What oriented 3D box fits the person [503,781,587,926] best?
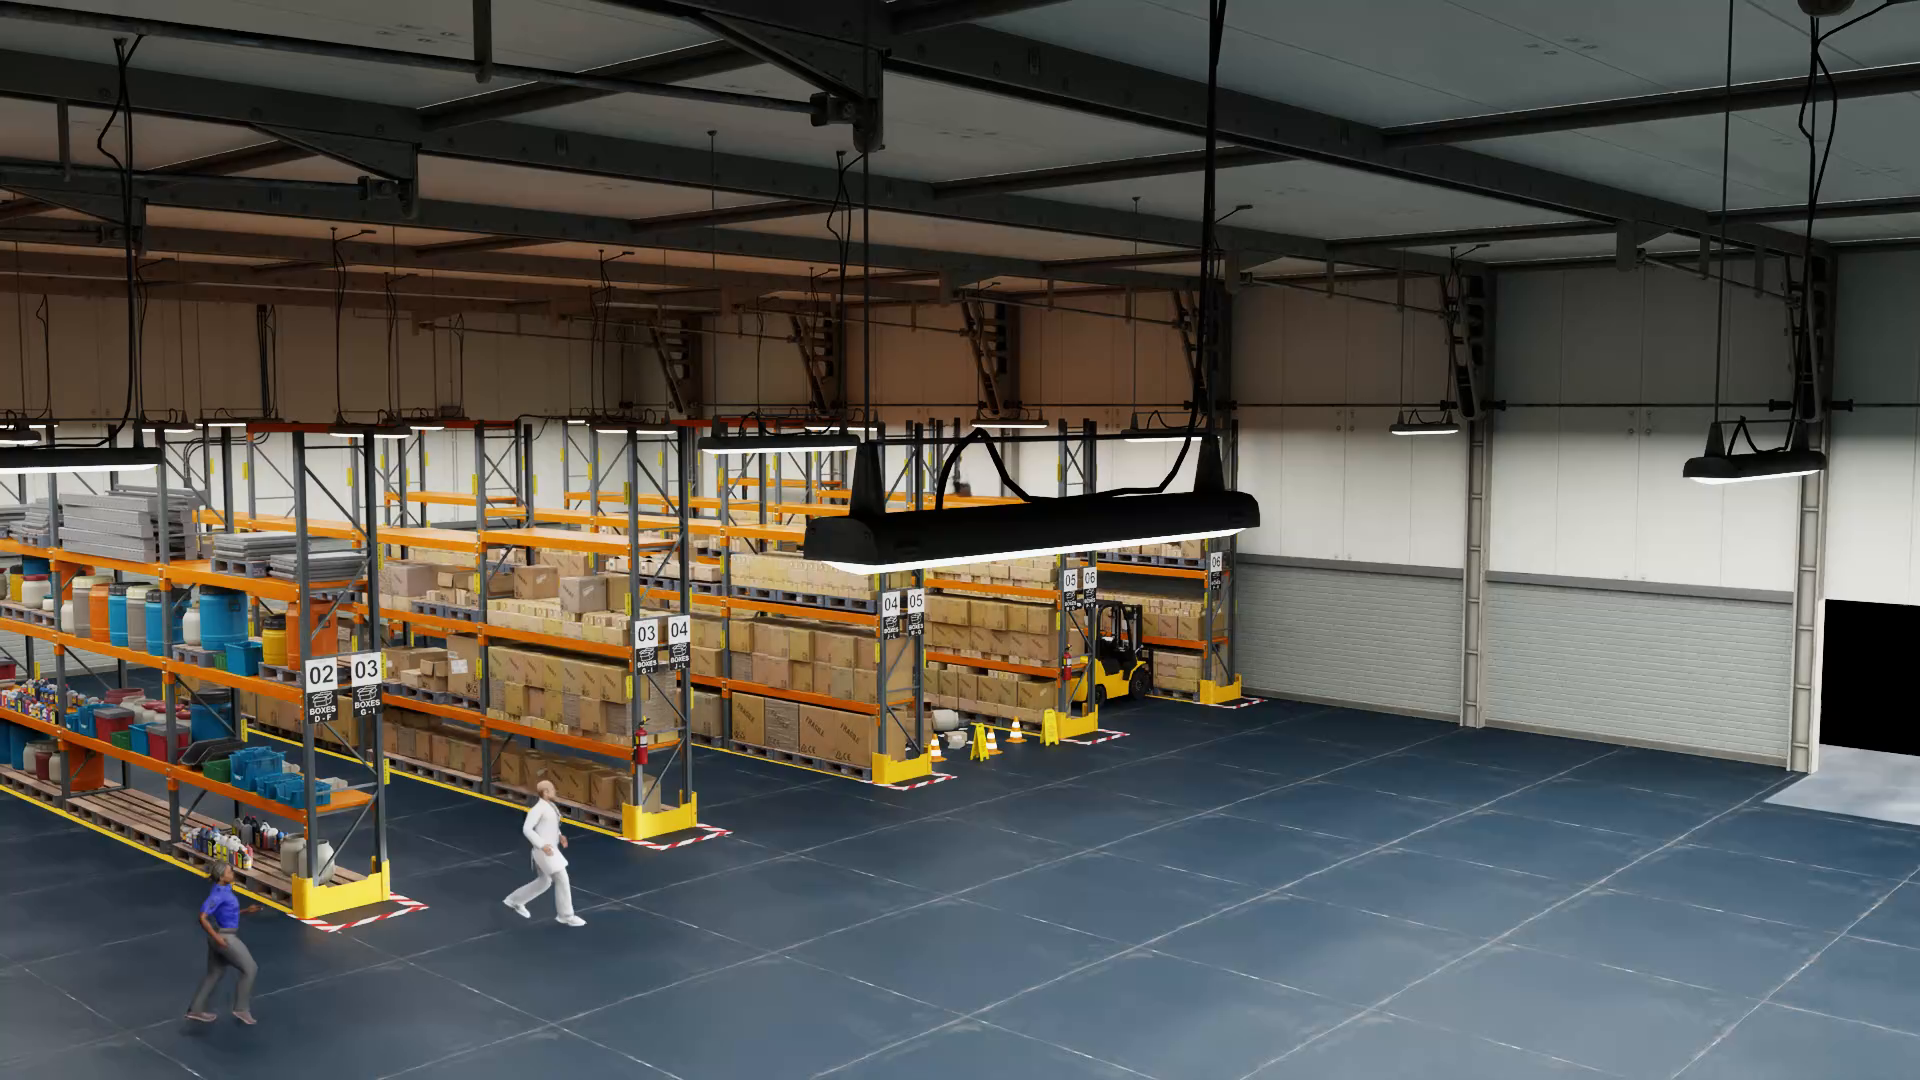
[{"bbox_3d":[-5.043,3.812,20.201,0.971,1.798,0.726,-1,5,-7],"label":"person"}]

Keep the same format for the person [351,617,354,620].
[{"bbox_3d":[-13.662,2.507,37.362,0.545,1.535,0.550,-4,6,-38],"label":"person"}]

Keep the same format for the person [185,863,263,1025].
[{"bbox_3d":[-7.477,4.128,16.915,0.738,1.719,0.543,-3,6,-33],"label":"person"}]
